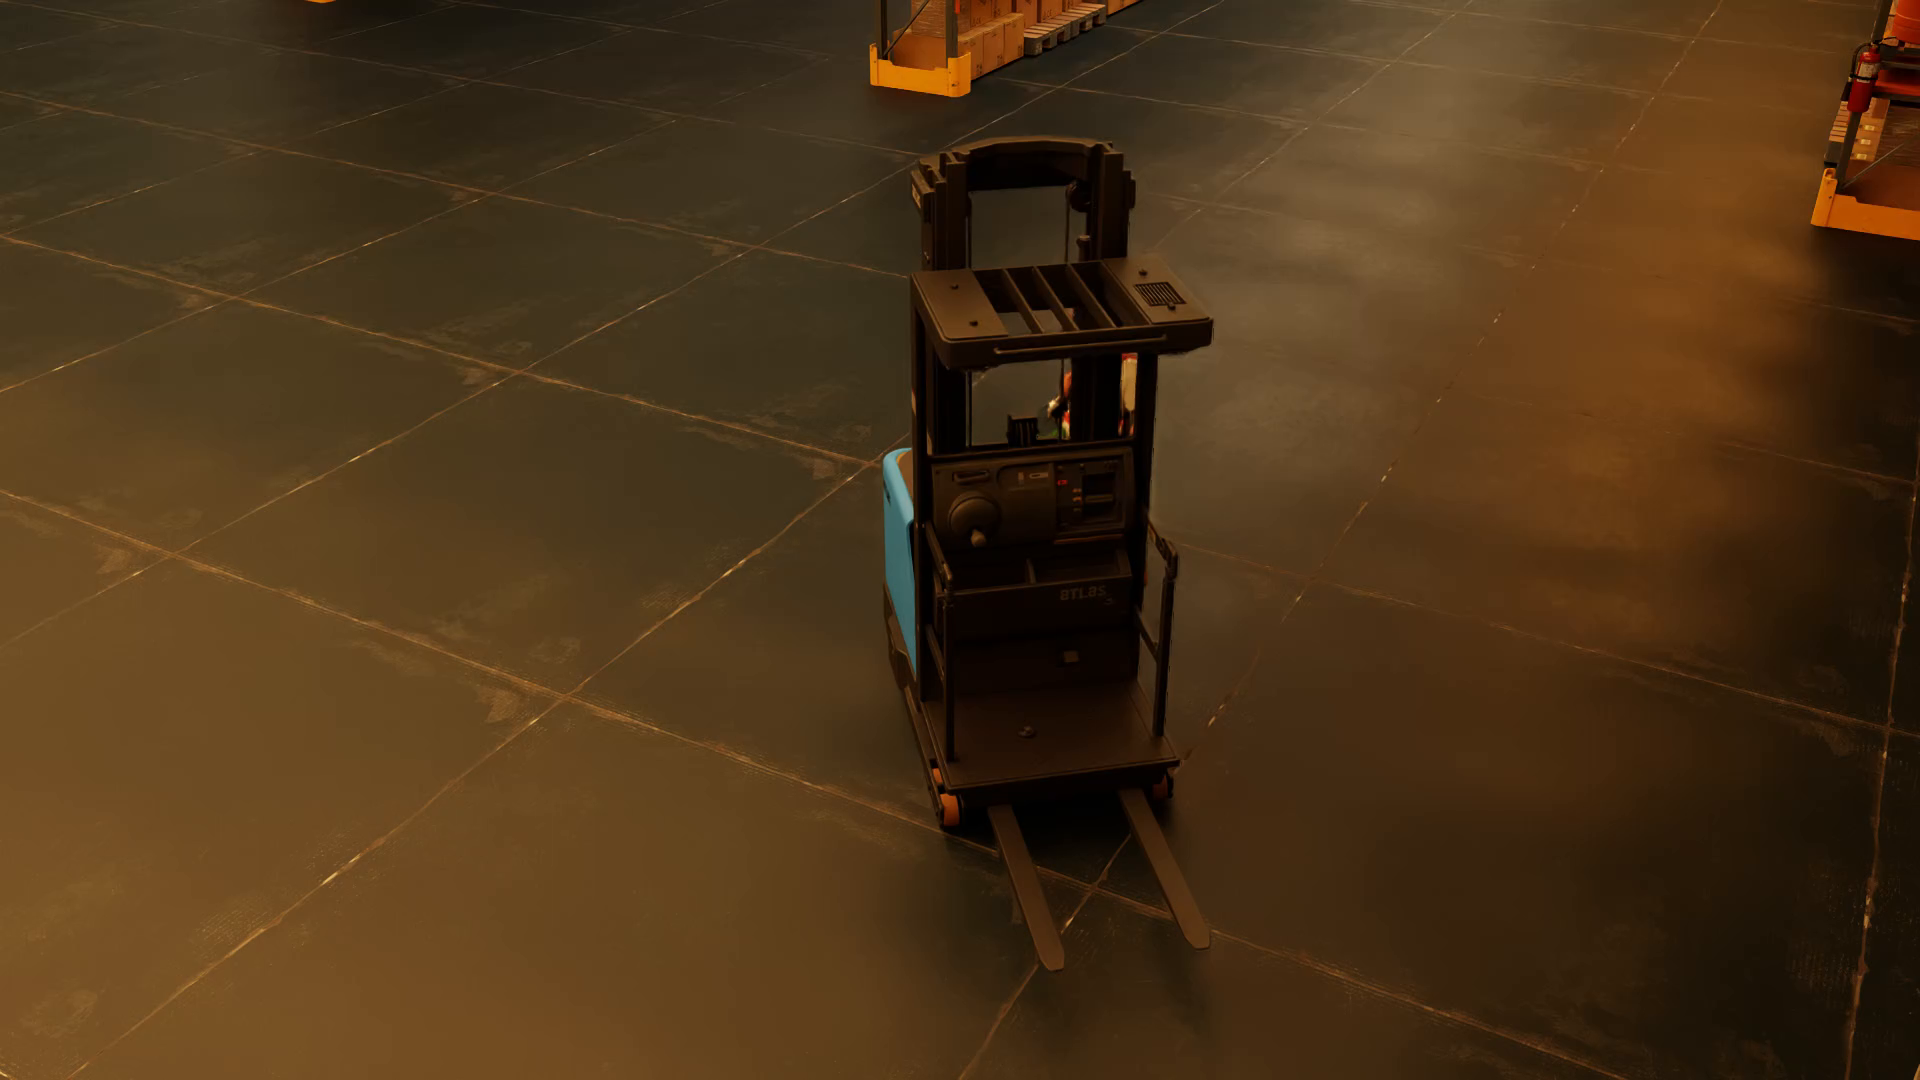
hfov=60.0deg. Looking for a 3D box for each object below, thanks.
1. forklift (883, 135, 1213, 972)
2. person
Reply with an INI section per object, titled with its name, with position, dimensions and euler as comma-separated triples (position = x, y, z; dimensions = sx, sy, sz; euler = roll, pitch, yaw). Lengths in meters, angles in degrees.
[forklift]
position = 0.381, -0.140, 7.314
dimensions = 1.130, 2.935, 3.031
euler = -6, 30, -10
[person]
position = 0.745, -0.596, 9.373
dimensions = 0.553, 1.678, 0.949
euler = -16, 34, -26
